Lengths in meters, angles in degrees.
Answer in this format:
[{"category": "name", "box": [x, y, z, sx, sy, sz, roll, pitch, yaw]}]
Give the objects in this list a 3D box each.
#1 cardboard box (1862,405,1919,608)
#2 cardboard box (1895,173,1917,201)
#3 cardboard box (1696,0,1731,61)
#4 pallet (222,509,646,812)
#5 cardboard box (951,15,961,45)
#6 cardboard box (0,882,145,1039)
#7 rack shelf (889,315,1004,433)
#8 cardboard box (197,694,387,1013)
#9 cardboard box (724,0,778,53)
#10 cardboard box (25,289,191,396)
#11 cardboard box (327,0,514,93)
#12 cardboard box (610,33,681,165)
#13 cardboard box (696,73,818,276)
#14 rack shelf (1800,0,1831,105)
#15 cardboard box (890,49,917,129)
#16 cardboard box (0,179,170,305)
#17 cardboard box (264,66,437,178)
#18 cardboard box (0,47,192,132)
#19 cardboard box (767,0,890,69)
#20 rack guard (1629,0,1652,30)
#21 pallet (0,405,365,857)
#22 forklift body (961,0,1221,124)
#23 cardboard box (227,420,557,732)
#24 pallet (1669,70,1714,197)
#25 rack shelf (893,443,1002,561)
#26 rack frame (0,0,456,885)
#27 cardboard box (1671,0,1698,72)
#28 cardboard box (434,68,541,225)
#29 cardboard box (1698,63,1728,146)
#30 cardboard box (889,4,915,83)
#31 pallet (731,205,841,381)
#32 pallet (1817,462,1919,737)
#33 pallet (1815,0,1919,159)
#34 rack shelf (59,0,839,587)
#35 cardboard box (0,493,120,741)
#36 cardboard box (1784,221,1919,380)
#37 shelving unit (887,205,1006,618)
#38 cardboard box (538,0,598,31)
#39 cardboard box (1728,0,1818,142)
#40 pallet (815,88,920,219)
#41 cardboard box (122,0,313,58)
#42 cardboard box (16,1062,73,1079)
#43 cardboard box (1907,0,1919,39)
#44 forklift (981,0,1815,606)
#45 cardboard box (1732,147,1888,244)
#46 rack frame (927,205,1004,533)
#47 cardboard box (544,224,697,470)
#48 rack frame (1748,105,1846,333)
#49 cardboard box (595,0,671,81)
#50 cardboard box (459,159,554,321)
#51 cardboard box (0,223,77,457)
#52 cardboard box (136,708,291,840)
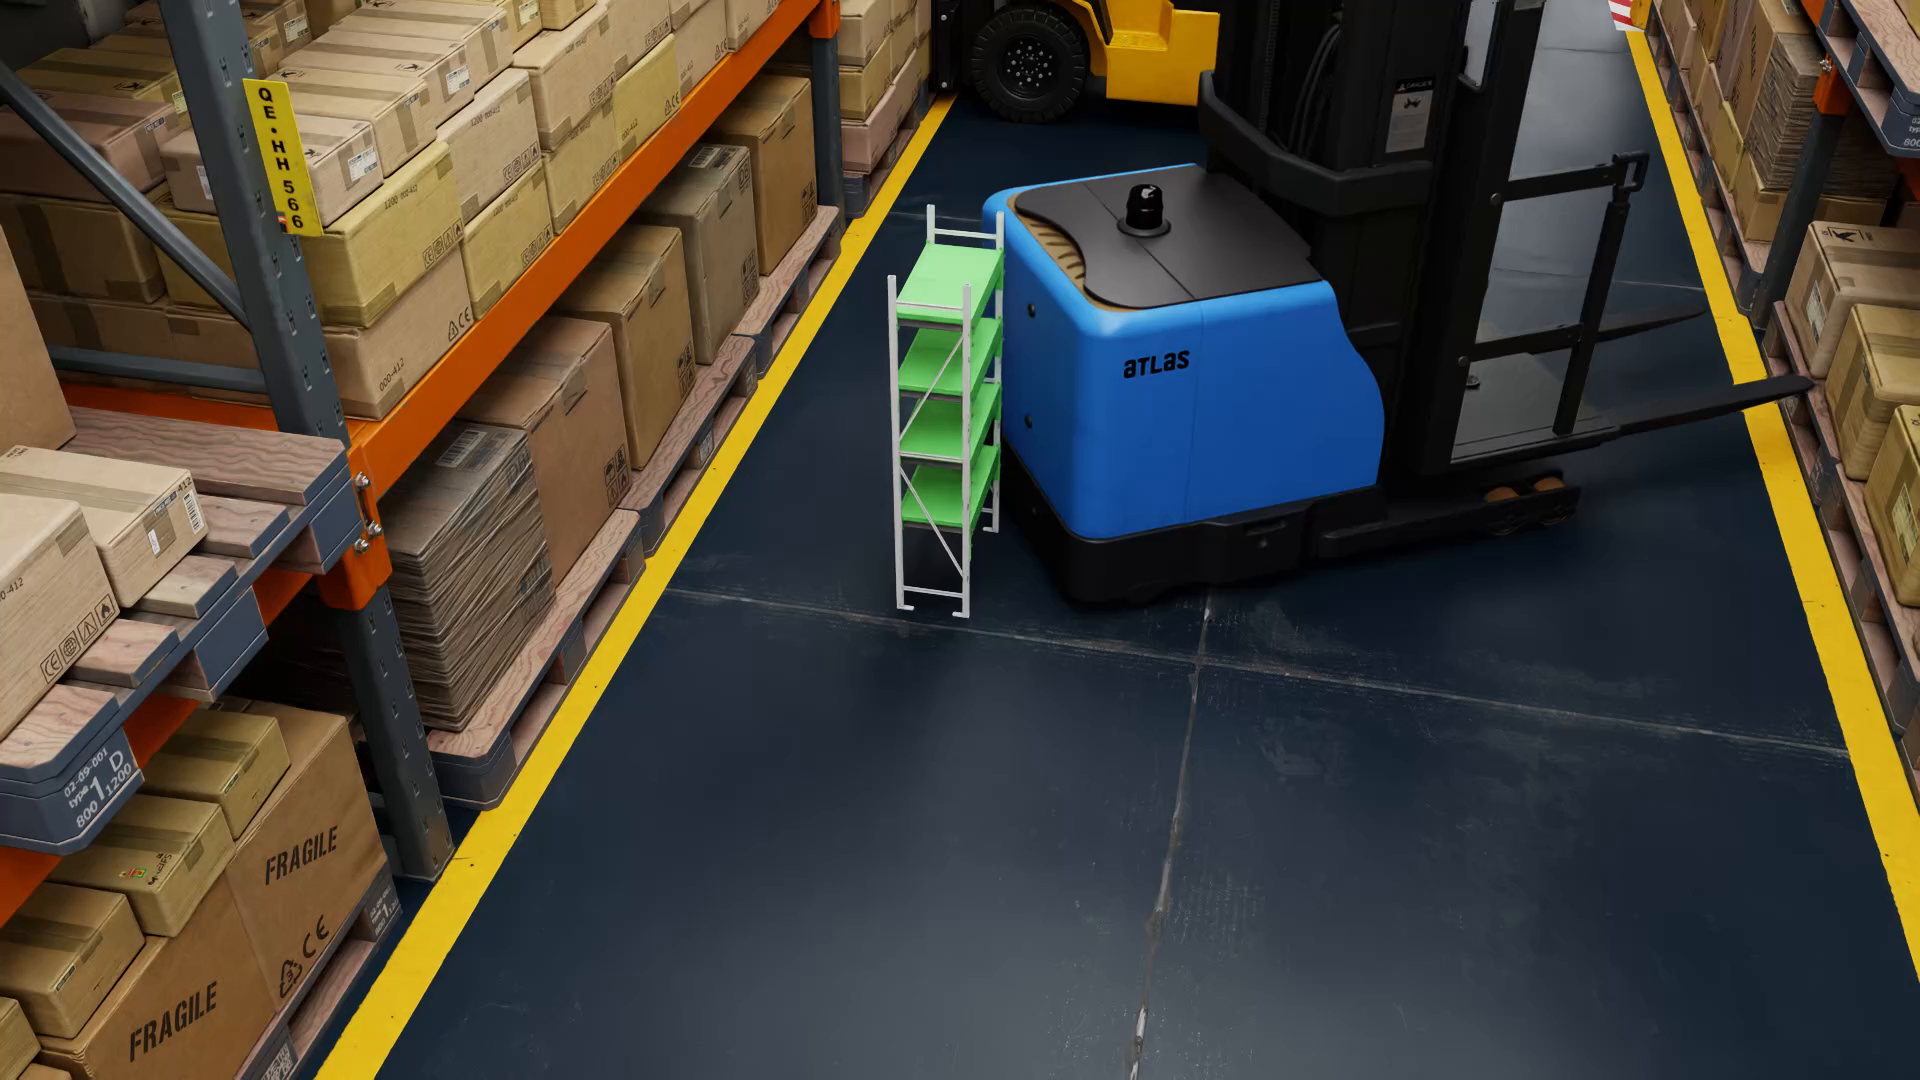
[{"category": "cardboard box", "box": [3.412, -0.052, 5.148, 0.950, 0.372, 0.625, 8, 37, 12]}, {"category": "cardboard box", "box": [4.208, -1.723, 6.918, 0.500, 0.500, 0.500, 9, 37, 12]}, {"category": "cardboard box", "box": [4.003, -2.684, 8.243, 0.500, 0.500, 0.500, 8, 37, 11]}, {"category": "pallet", "box": [-1.672, 0.276, 5.189, 1.003, 0.211, 1.213, 7, 37, 10]}, {"category": "cardboard box", "box": [-0.289, -2.850, 9.111, 0.500, 0.250, 0.500, 8, 37, 11]}, {"category": "cardboard box", "box": [-1.871, 0.815, 3.290, 0.380, 0.149, 0.250, 6, 36, 8]}, {"category": "rack shelf", "box": [-0.035, -0.534, 5.164, 0.258, 0.148, 0.480, 7, 37, 10]}, {"category": "cardboard box", "box": [-1.766, 0.726, 3.965, 0.500, 0.500, 0.500, 8, 37, 11]}, {"category": "cardboard box", "box": [-0.985, -2.007, 6.092, 0.500, 0.250, 0.500, 7, 37, 10]}, {"category": "cardboard box", "box": [-2.040, -0.615, 4.170, 0.500, 0.250, 0.500, 7, 36, 9]}, {"category": "cardboard box", "box": [-1.401, -1.290, 4.335, 0.380, 0.149, 0.250, 8, 37, 10]}, {"category": "cardboard box", "box": [-1.224, -1.430, 5.294, 0.500, 0.250, 0.500, 8, 37, 11]}, {"category": "cardboard box", "box": [-1.132, -1.587, 7.049, 0.875, 0.625, 0.625, 9, 37, 12]}, {"category": "rack shelf", "box": [4.246, -2.914, 7.828, 1.077, 0.370, 4.000, 7, 37, 10]}, {"category": "cardboard box", "box": [-0.511, -2.264, 8.303, 0.500, 0.250, 0.500, 7, 36, 9]}, {"category": "cardboard box", "box": [-2.061, -0.820, 4.027, 0.500, 0.250, 0.500, 8, 37, 11]}, {"category": "cardboard box", "box": [-1.474, -0.988, 3.919, 0.380, 0.149, 0.250, 8, 37, 11]}, {"category": "cardboard box", "box": [-2.067, -1.065, 4.025, 0.380, 0.149, 0.250, 8, 37, 11]}, {"category": "cardboard box", "box": [-0.621, -2.378, 7.609, 0.500, 0.250, 0.500, 7, 36, 9]}, {"category": "rack guard", "box": [4.657, -3.296, 9.872, 1.175, 0.500, 0.348, 7, 37, 10]}, {"category": "pallet", "box": [-1.962, 0.089, 3.234, 1.213, 0.211, 1.003, 7, 37, 10]}, {"category": "forklift body", "box": [1.200, -3.313, 8.488, 2.313, 2.155, 1.214, 7, 37, 10]}, {"category": "cardboard box", "box": [-1.739, 0.050, 4.791, 0.875, 0.625, 0.625, 8, 37, 11]}, {"category": "pallet", "box": [4.186, -2.021, 8.358, 1.003, 0.211, 1.213, 7, 37, 10]}, {"category": "rack shelf", "box": [-0.035, -0.145, 5.445, 0.258, 0.148, 0.480, 7, 37, 10]}, {"category": "rack frame", "box": [-1.886, -0.386, 3.726, 1.000, 3.000, 0.127, 7, 37, 10]}, {"category": "cardboard box", "box": [4.114, -2.689, 8.890, 0.500, 0.250, 0.500, 9, 37, 12]}, {"category": "cardboard box", "box": [-1.444, -1.038, 4.328, 0.500, 0.250, 0.500, 8, 37, 11]}, {"category": "cardboard box", "box": [3.899, -2.086, 8.057, 0.500, 0.250, 0.500, 8, 37, 11]}, {"category": "cardboard box", "box": [-0.521, -2.466, 8.155, 0.500, 0.250, 0.500, 7, 37, 10]}, {"category": "pallet", "box": [-1.151, -1.122, 7.119, 1.003, 0.211, 1.213, 7, 37, 10]}, {"category": "pallet", "box": [3.395, 0.218, 5.269, 1.003, 0.211, 1.213, 7, 37, 10]}, {"category": "pallet", "box": [3.513, -1.561, 5.511, 1.003, 0.211, 1.213, 7, 37, 10]}, {"category": "rack shelf", "box": [-1.459, -1.241, 5.519, 1.077, 0.370, 4.000, 7, 37, 10]}, {"category": "cardboard box", "box": [-1.795, 0.151, 2.756, 0.500, 0.250, 0.500, 6, 36, 8]}, {"category": "cardboard box", "box": [3.709, -0.864, 6.267, 0.950, 0.372, 0.625, 8, 37, 11]}, {"category": "shelving unit", "box": [-0.035, -0.391, 5.267, 0.258, 1.200, 0.503, 7, 37, 10]}, {"category": "cardboard box", "box": [-1.264, -1.576, 4.730, 0.380, 0.149, 0.250, 8, 37, 11]}, {"category": "cardboard box", "box": [3.790, -2.084, 7.415, 0.500, 0.500, 0.500, 8, 37, 11]}, {"category": "pallet", "box": [-0.821, -2.000, 8.330, 1.003, 0.211, 1.213, 7, 37, 10]}, {"category": "cardboard box", "box": [-1.968, -1.355, 4.425, 0.380, 0.149, 0.250, 7, 36, 9]}, {"category": "cardboard box", "box": [-1.992, 1.312, 3.156, 0.500, 0.500, 0.500, 9, 37, 12]}, {"category": "cardboard box", "box": [3.330, -1.708, 5.406, 0.380, 0.149, 0.250, 8, 37, 11]}, {"category": "forklift", "box": [1.634, -1.486, 5.302, 3.031, 2.935, 1.130, -11, 37, -15]}, {"category": "cardboard box", "box": [3.682, -1.488, 7.232, 0.500, 0.250, 0.500, 9, 37, 12]}, {"category": "rack frame", "box": [0.017, -0.531, 5.460, 0.240, 1.200, 0.015, 7, 37, 10]}, {"category": "cardboard box", "box": [-1.464, -0.712, 5.841, 0.875, 0.625, 0.625, 6, 36, 8]}, {"category": "rack frame", "box": [3.819, -2.059, 6.035, 1.000, 3.000, 0.127, 7, 37, 10]}, {"category": "cardboard box", "box": [-1.230, -1.632, 5.147, 0.500, 0.250, 0.500, 8, 37, 11]}, {"category": "cardboard box", "box": [-1.440, -0.836, 4.476, 0.500, 0.250, 0.500, 7, 36, 9]}, {"category": "cardboard box", "box": [-2.148, -0.321, 3.193, 0.500, 0.500, 0.500, 9, 37, 12]}, {"category": "cardboard box", "box": [-1.744, 0.509, 3.711, 0.380, 0.149, 0.250, 6, 36, 8]}]
